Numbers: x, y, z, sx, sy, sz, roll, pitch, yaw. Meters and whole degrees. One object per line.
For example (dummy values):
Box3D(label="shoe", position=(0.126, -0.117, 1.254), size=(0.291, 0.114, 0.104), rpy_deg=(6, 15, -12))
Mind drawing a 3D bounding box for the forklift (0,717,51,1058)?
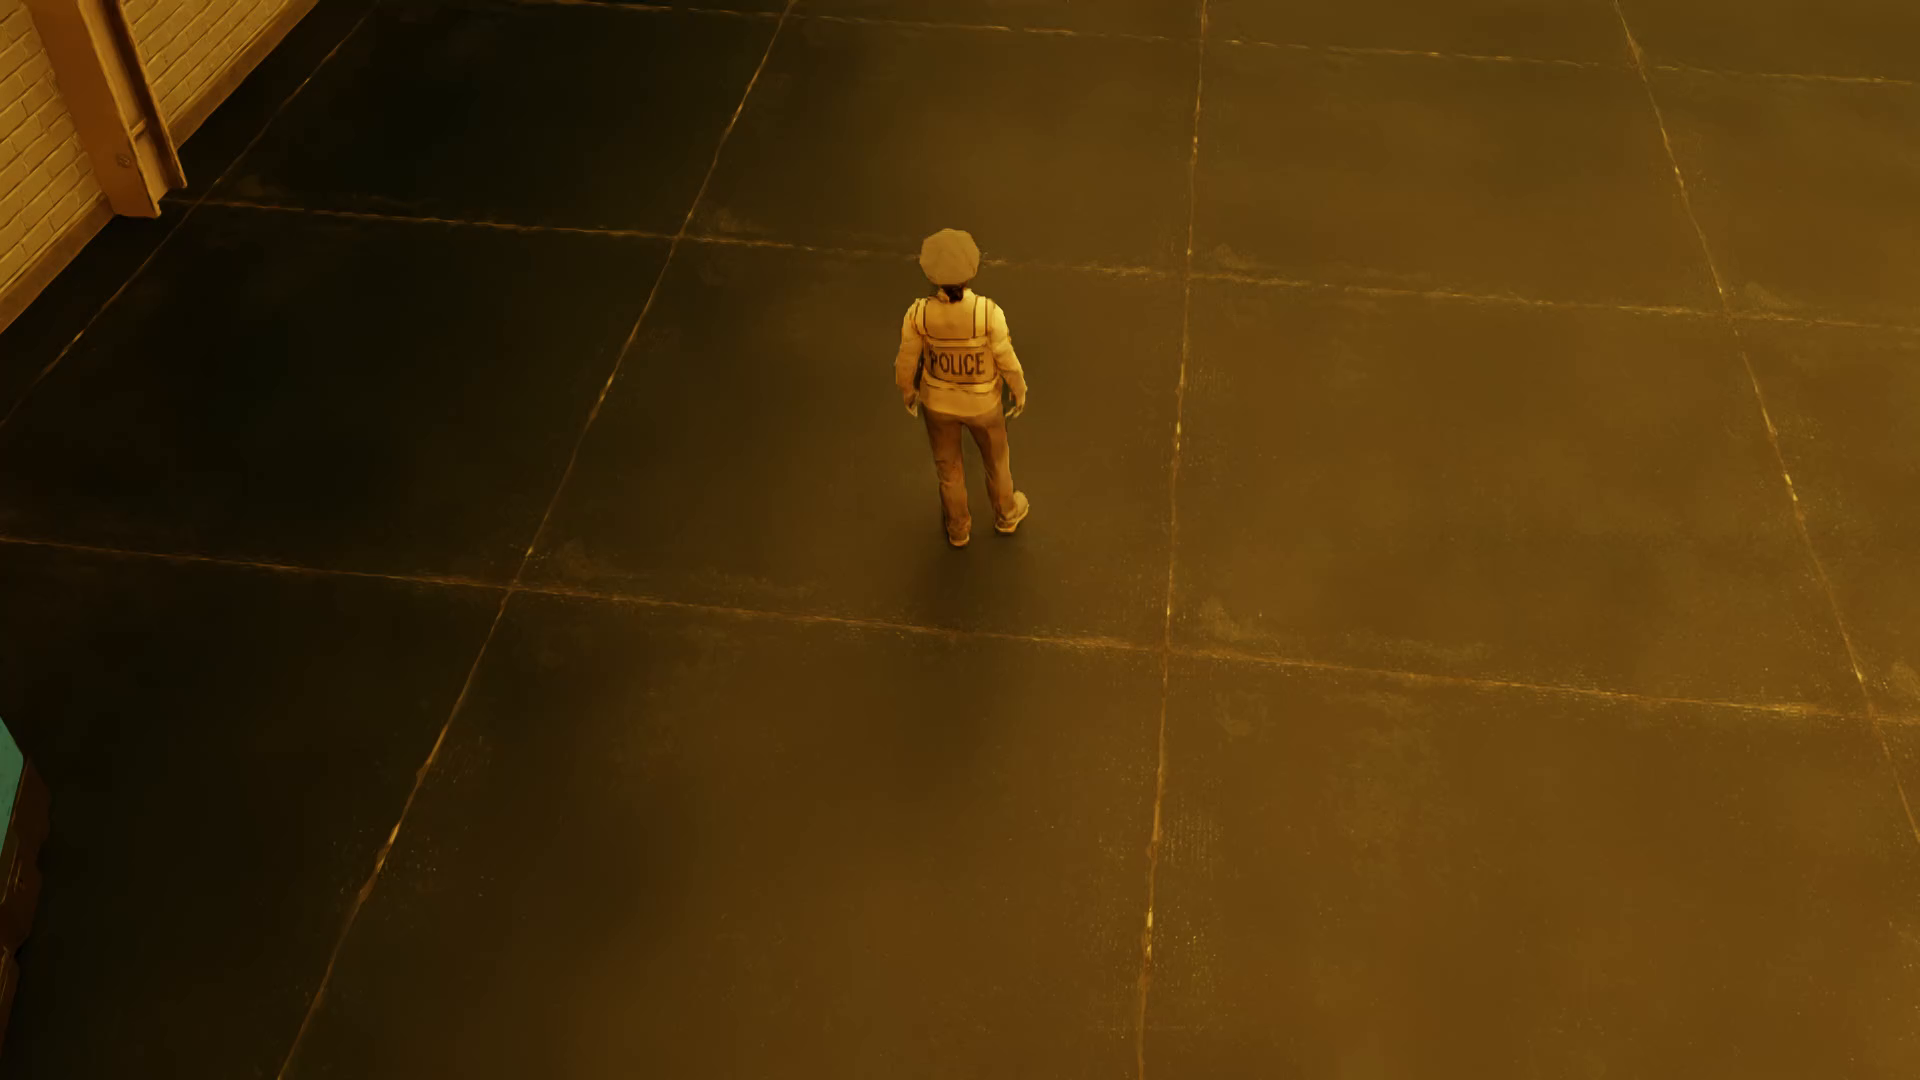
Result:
Box3D(label="forklift", position=(-3.848, 1.022, 4.612), size=(1.130, 2.935, 3.031), rpy_deg=(-8, 43, -9))

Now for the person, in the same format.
Box3D(label="person", position=(0.016, -0.674, 7.361), size=(0.586, 1.695, 0.532), rpy_deg=(5, 43, 6))
